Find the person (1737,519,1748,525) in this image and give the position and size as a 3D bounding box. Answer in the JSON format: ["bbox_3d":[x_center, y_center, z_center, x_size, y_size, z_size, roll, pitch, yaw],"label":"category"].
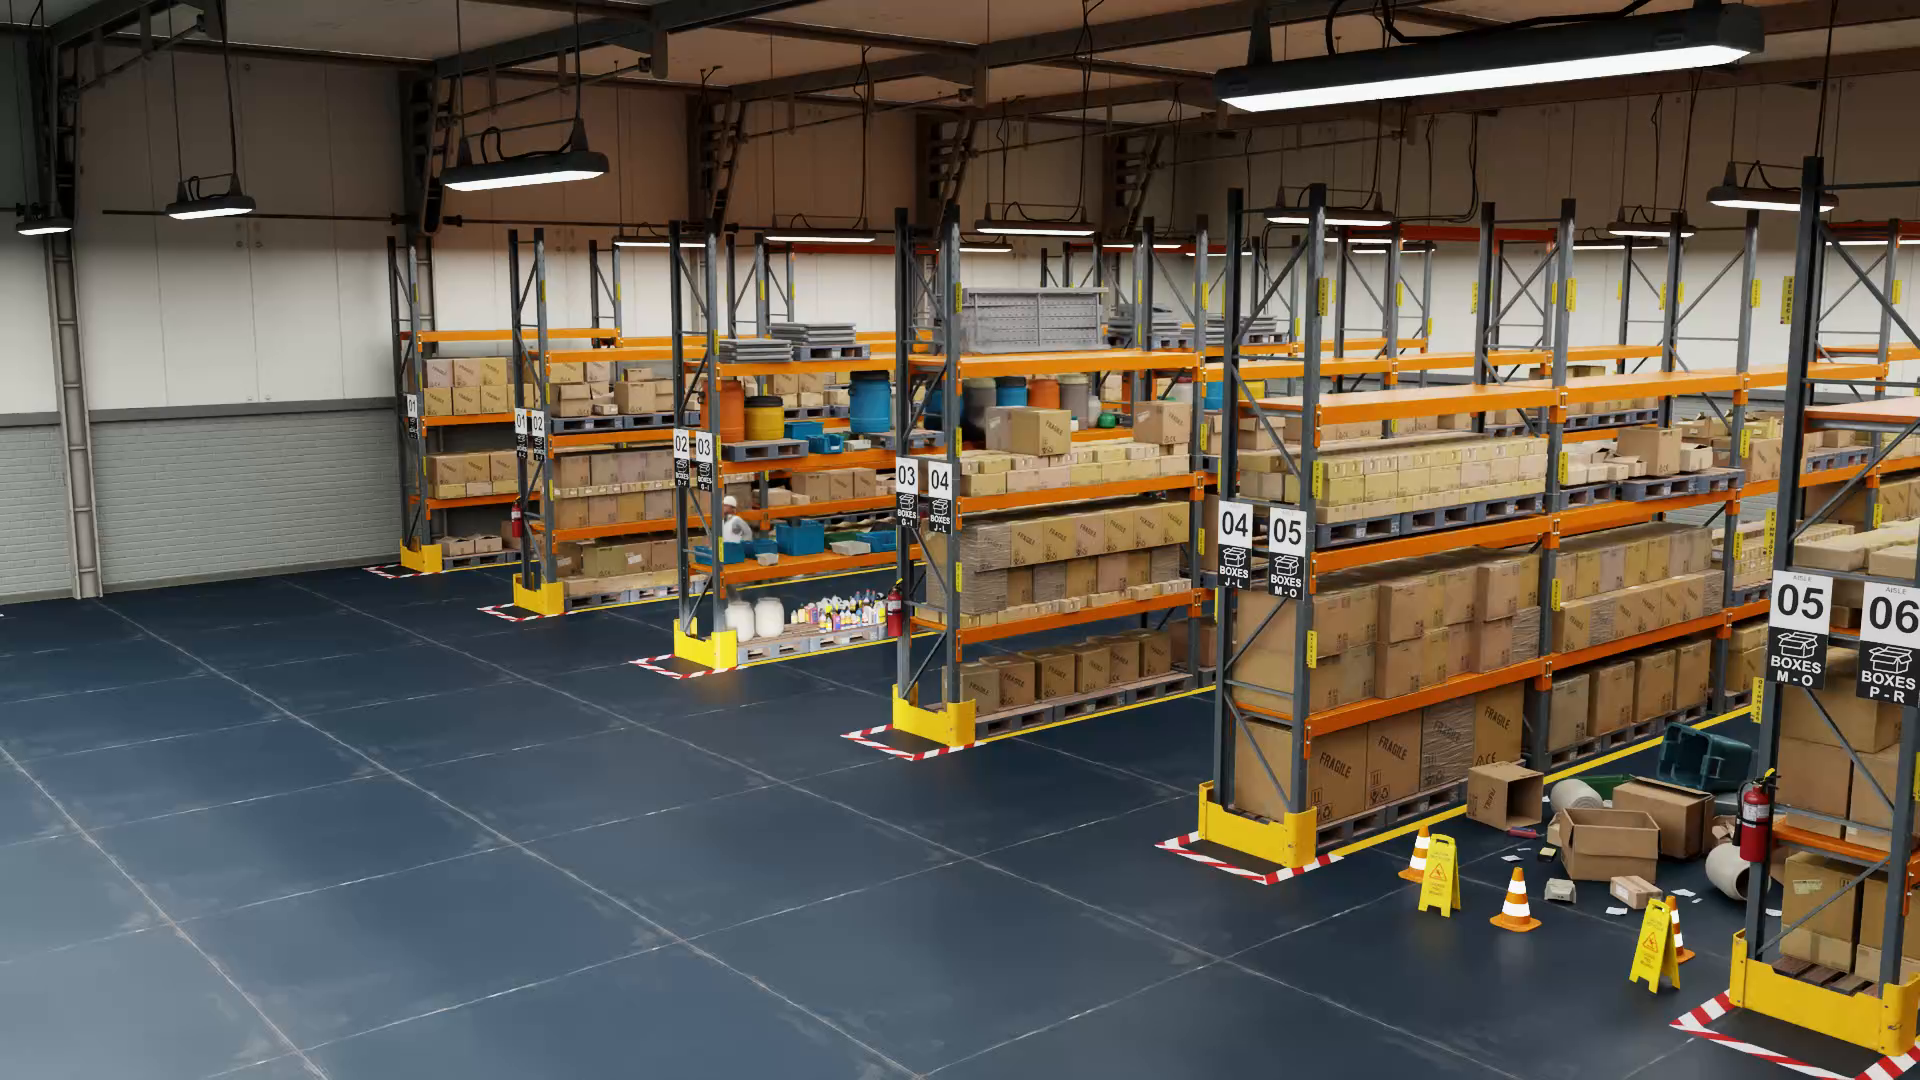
[{"bbox_3d":[11.730,0.520,24.957,0.858,1.702,0.625,-7,11,-36],"label":"person"}]

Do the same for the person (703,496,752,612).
[{"bbox_3d":[-3.476,0.234,24.609,0.647,1.757,0.605,8,12,41],"label":"person"}]
